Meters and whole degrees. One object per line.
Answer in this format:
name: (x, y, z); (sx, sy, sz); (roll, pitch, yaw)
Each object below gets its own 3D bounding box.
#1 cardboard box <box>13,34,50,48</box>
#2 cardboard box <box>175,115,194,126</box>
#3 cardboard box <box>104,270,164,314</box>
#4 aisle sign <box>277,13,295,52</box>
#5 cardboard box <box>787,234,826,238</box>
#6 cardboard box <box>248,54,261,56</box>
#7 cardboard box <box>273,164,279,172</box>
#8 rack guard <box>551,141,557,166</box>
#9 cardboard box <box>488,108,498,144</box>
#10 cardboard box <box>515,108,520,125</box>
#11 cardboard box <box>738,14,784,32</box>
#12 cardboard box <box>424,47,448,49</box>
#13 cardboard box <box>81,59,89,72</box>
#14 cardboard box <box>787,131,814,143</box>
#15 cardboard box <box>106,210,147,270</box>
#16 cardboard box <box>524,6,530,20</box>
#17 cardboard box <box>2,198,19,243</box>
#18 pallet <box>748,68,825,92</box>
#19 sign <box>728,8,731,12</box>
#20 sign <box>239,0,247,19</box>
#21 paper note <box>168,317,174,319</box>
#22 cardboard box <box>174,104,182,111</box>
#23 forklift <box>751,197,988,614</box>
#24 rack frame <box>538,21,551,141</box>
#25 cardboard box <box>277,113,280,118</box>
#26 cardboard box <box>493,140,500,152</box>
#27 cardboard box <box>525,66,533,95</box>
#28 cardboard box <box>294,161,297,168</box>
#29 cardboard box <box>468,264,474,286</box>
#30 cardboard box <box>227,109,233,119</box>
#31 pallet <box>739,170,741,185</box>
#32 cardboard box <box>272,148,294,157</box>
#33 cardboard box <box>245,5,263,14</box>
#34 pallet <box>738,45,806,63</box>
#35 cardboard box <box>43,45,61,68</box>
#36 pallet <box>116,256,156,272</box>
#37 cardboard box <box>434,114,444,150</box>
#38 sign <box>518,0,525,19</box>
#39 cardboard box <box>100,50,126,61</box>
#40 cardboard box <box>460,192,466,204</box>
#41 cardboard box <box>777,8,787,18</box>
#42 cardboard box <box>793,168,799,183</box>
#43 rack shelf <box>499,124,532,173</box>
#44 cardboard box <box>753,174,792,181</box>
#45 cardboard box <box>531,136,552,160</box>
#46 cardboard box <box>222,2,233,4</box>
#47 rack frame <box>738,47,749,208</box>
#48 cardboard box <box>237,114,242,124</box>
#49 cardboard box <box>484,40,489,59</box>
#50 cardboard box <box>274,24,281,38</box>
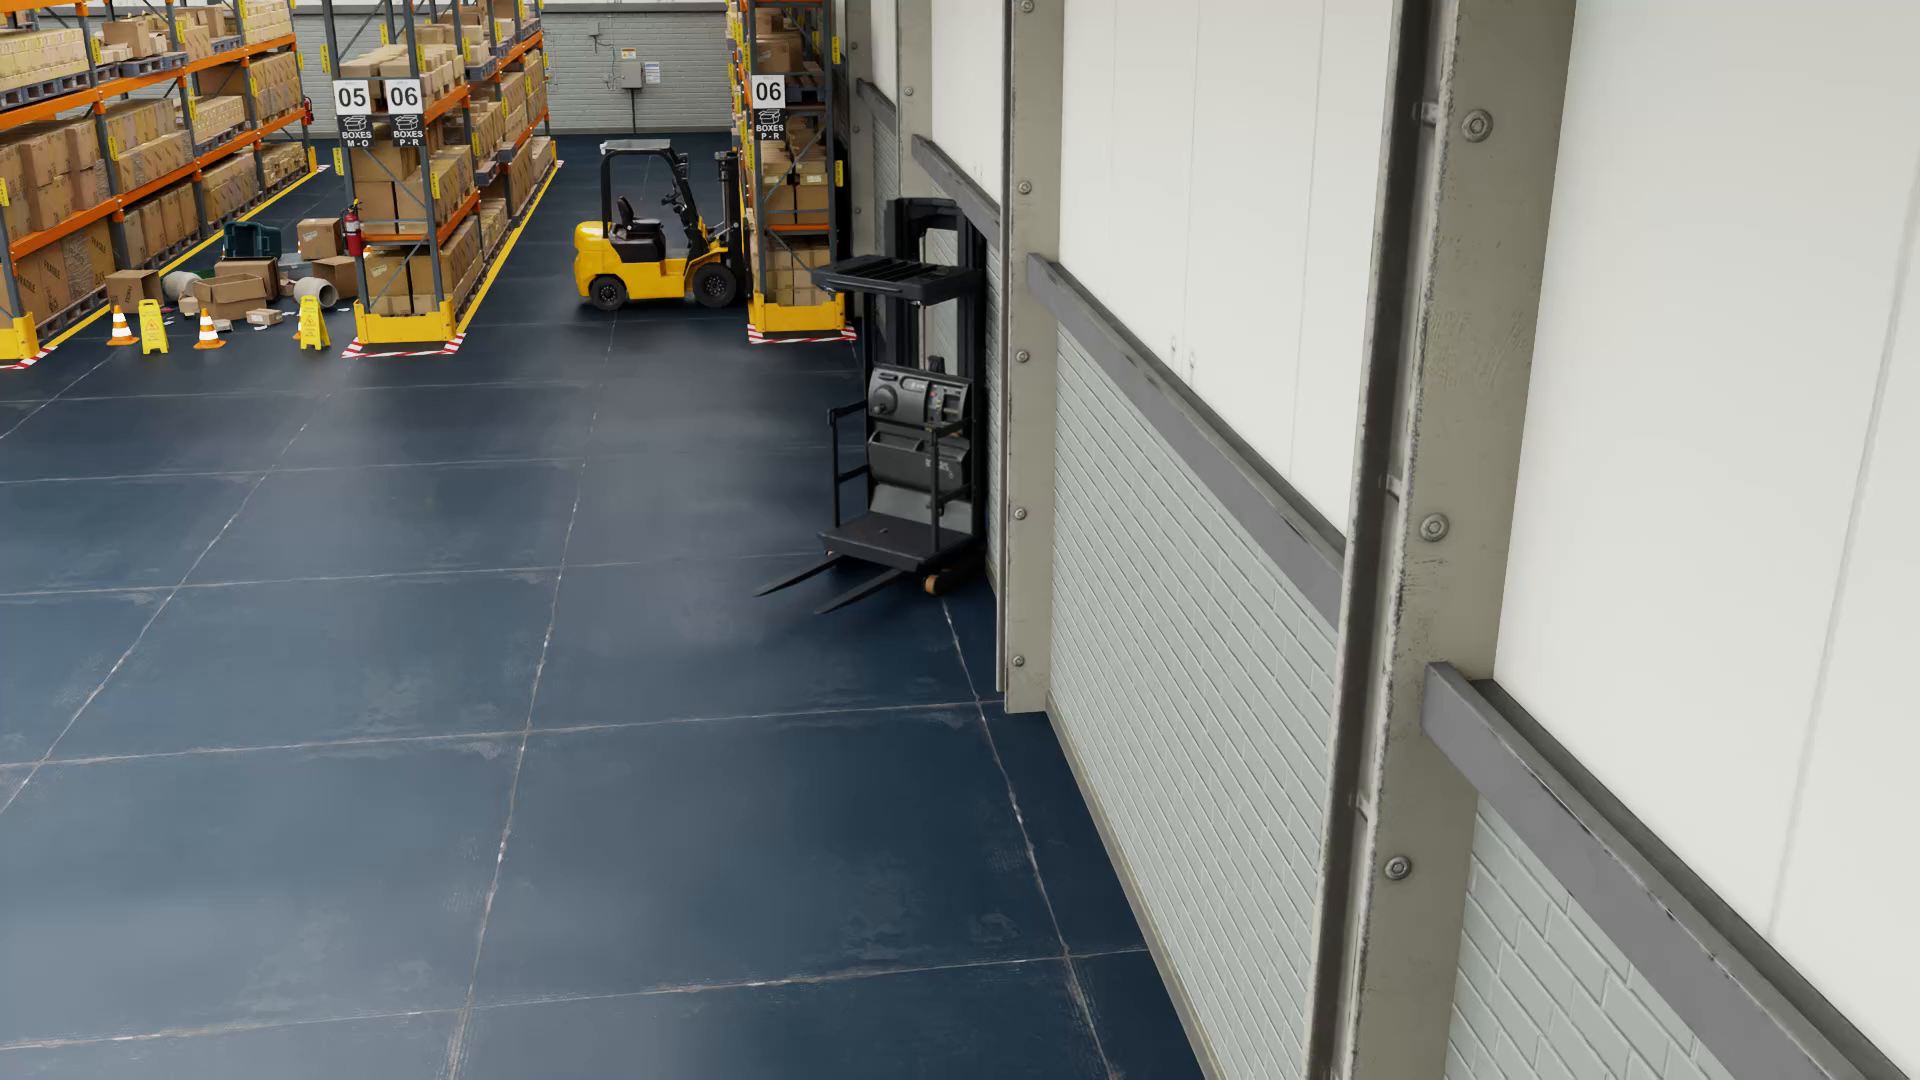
cardboard box: (-11.912, -6.390, 21.302); (0.380, 0.149, 0.250); (-3, 21, -8)
cardboard box: (-12.913, -6.947, 27.512); (0.380, 0.149, 0.250); (-3, 21, -8)
cardboard box: (-11.222, -3.378, 22.616); (0.500, 0.500, 0.500); (1, 20, 2)
aisle sign: (-13.904, -10.446, 34.257); (0.394, 0.787, 0.004); (-3, 21, -8)
cardboard box: (-2.108, -4.084, 22.839); (0.500, 0.250, 0.500); (-3, 21, -8)
cardboard box: (-14.310, -9.499, 33.440); (0.500, 0.500, 0.500); (-2, 21, -6)
cardboard box: (-13.598, -7.301, 32.600); (0.380, 0.149, 0.250); (-2, 21, -5)
rack guard: (-9.310, -8.310, 35.825); (1.175, 0.500, 0.348); (-3, 21, -8)
cardboard box: (-7.654, -6.589, 26.477); (0.500, 0.500, 0.500); (-4, 21, -11)
cardboard box: (-8.175, -7.583, 29.806); (0.500, 0.250, 0.500); (-3, 21, -7)
cardboard box: (-3.207, -8.217, 26.831); (0.700, 0.500, 0.500); (-3, 21, -9)
cardboard box: (-7.253, -6.699, 22.873); (0.380, 0.149, 0.250); (-2, 21, -6)
cardboard box: (-12.092, -6.454, 22.613); (0.380, 0.149, 0.250); (-3, 21, -8)
cardboard box: (-2.326, -5.875, 24.239); (0.380, 0.149, 0.250); (-3, 21, -9)
cardboard box: (-12.639, -4.386, 24.363); (1.050, 0.750, 0.750); (-3, 21, -8)
cardboard box: (-9.153, -10.900, 34.371); (0.500, 0.250, 0.500); (-5, 21, -13)
cardboard box: (-11.983, -3.845, 20.083); (0.875, 0.550, 0.550); (-3, 21, -8)
pallet: (-2.345, -6.218, 22.490); (1.003, 0.211, 1.213); (-3, 21, -8)
sign: (-4.355, -9.957, 31.636); (0.100, 0.325, 0.005); (-3, 21, -8)
sign: (-13.065, -9.664, 30.289); (0.100, 0.325, 0.005); (-3, 21, -8)
paper note: (-10.547, -2.967, 22.220); (0.032, 0.001, 0.123); (8, 22, 20)
cardboard box: (-13.825, -7.554, 29.136); (0.380, 0.149, 0.250); (-2, 21, -6)
forklift: (-0.453, -1.126, 13.115); (1.130, 2.935, 3.031); (13, 24, 32)
rack frame: (-9.307, -9.473, 35.365); (1.000, 3.000, 0.127); (-3, 21, -8)
cardboard box: (-13.711, -8.430, 32.933); (0.380, 0.149, 0.250); (-3, 21, -7)
cardboard box: (-7.601, -6.324, 26.694); (0.380, 0.149, 0.250); (-3, 21, -7)
cardboard box: (-8.626, -8.955, 32.408); (0.500, 0.500, 0.500); (-3, 21, -8)
cardboard box: (-13.818, -7.698, 34.088); (0.380, 0.149, 0.250); (-3, 21, -8)
cardboard box: (-7.071, -3.675, 23.173); (0.500, 0.250, 0.500); (-3, 21, -7)
cardboard box: (-13.245, -7.622, 29.744); (0.380, 0.149, 0.250); (-4, 21, -10)
pallet: (-3.917, -7.271, 33.456); (1.003, 0.211, 1.213); (-3, 21, -8)
cardboard box: (-13.653, -7.801, 33.514); (0.380, 0.149, 0.250); (-2, 21, -6)
cardboard box: (-13.558, -10.129, 31.767); (0.380, 0.149, 0.250); (-2, 21, -5)
pallet: (-3.056, -8.041, 27.514); (1.213, 0.211, 1.003); (-2, 21, -5)
cardboard box: (-11.993, -6.245, 21.483); (0.500, 0.250, 0.500); (-3, 21, -8)
pallet: (-12.647, -3.990, 24.672); (1.003, 0.211, 1.213); (-3, 21, -8)
cardboard box: (-7.728, -5.809, 23.560); (0.700, 0.500, 0.500); (-3, 21, -8)
sign: (-8.195, -9.913, 31.069); (0.100, 0.325, 0.005); (-3, 21, -8)
cardboard box: (-12.406, -7.063, 24.242); (0.380, 0.149, 0.250); (-3, 21, -8)
cardboard box: (-7.079, -4.753, 23.087); (0.380, 0.149, 0.250); (-3, 21, -9)
cardboard box: (-3.609, -10.234, 32.190); (0.500, 0.250, 0.500); (-3, 21, -8)
cardboard box: (-1.980, -4.748, 21.646); (0.380, 0.149, 0.250); (-3, 21, -8)
rack shelf: (-8.442, -7.058, 29.929); (1.077, 0.370, 4.000); (-3, 21, -8)
cardboard box: (-2.486, -4.569, 22.093); (0.500, 0.500, 0.500); (-2, 21, -6)
cardboard box: (-9.113, -8.246, 35.142); (0.875, 0.438, 0.875); (-4, 21, -10)
cardboard box: (-14.349, -10.549, 32.891); (0.380, 0.149, 0.250); (-3, 21, -7)
rack frame: (-3.242, -6.954, 28.623); (1.000, 3.000, 0.127); (-3, 21, -8)
cardboard box: (-13.323, -7.665, 30.284); (0.380, 0.149, 0.250); (-3, 21, -7)
cardboard box: (-7.433, -7.421, 25.199); (0.500, 0.250, 0.500); (-3, 21, -8)
cardboard box: (-13.724, -10.030, 32.785); (0.500, 0.250, 0.500); (-2, 21, -5)
